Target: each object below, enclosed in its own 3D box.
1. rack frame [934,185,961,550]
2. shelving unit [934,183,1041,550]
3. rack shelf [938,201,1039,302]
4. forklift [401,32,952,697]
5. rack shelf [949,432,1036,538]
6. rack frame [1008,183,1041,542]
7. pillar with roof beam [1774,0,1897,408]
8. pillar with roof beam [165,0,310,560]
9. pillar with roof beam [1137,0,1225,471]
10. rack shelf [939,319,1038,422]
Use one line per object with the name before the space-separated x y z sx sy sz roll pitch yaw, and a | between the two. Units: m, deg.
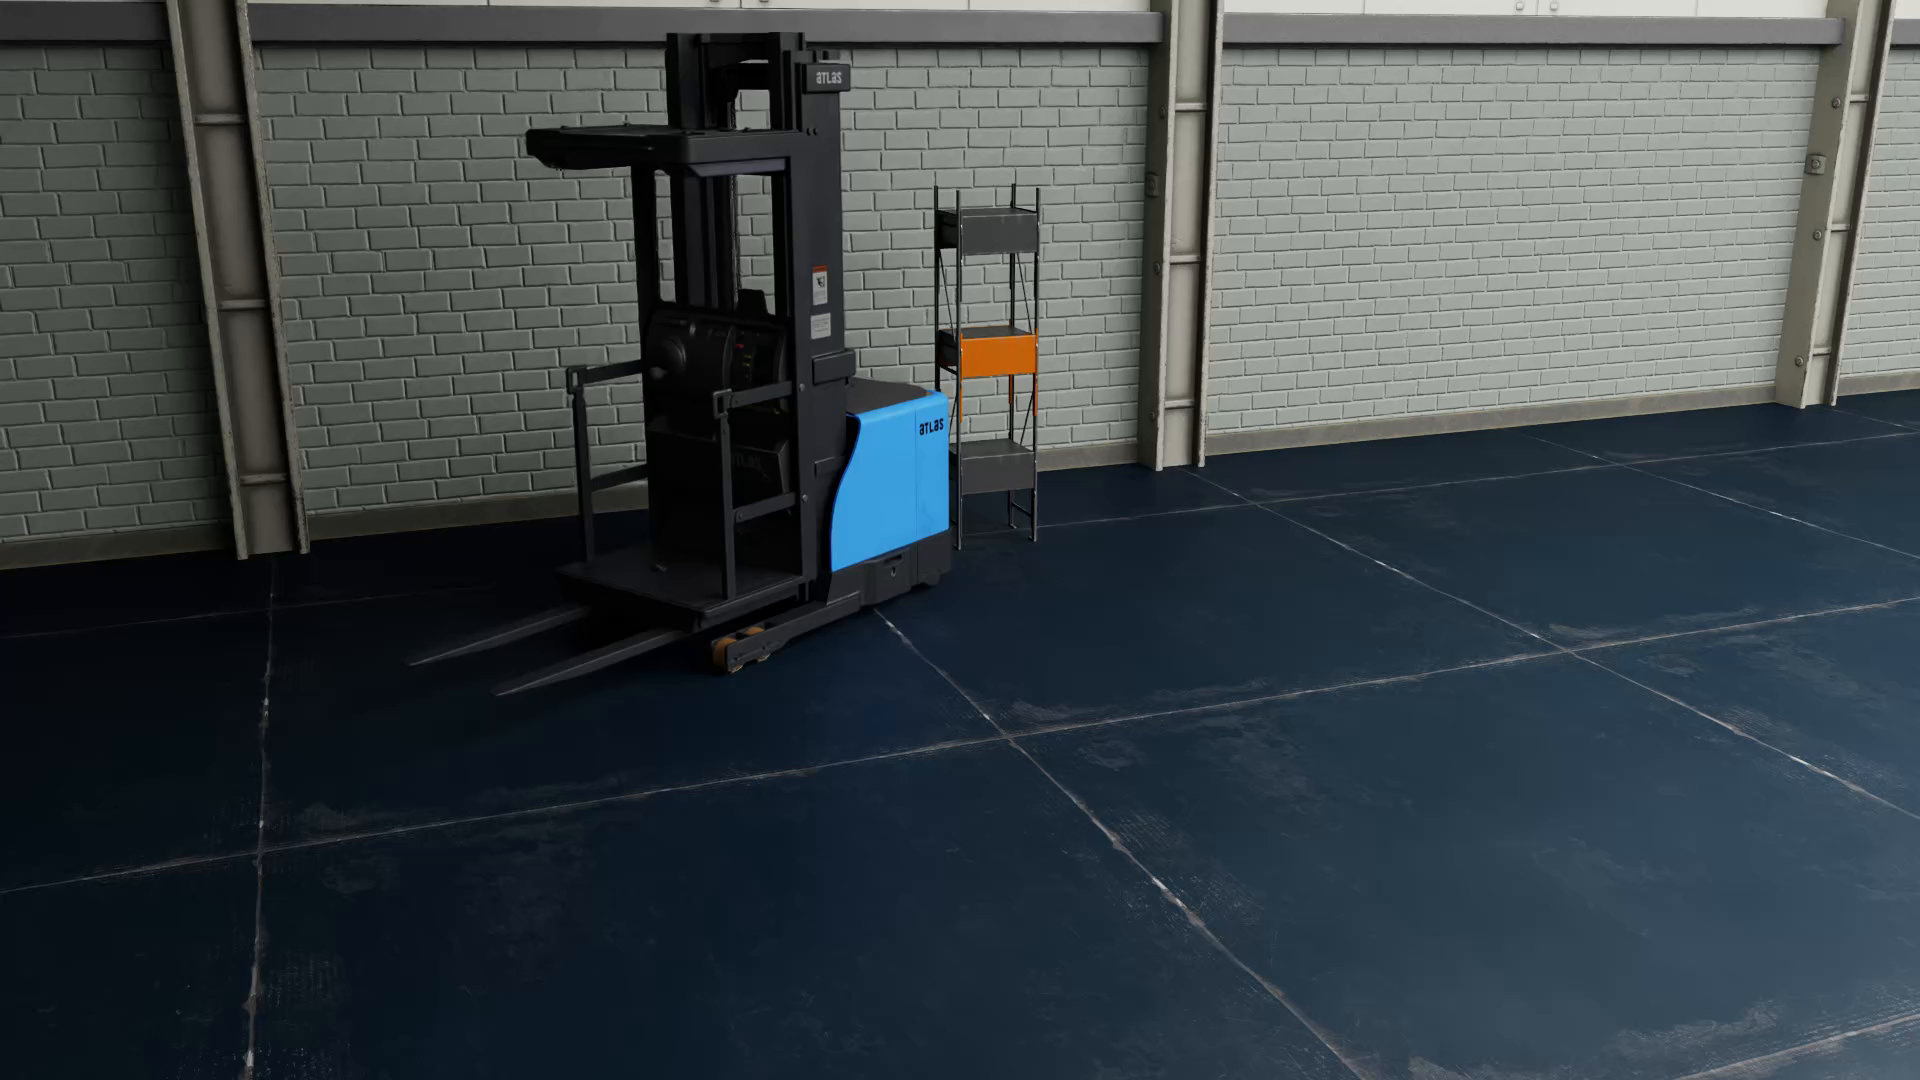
rack frame | -0.073 -1.000 9.775 0.015 2.100 0.400 -6 17 -20
shelving unit | 0.155 -1.024 9.859 0.503 2.100 0.431 -6 17 -20
rack shelf | 0.155 -1.683 9.666 0.480 0.518 0.431 -6 17 -20
forklift | -1.330 -0.928 8.058 1.130 2.935 3.031 12 20 35
rack shelf | 0.155 -0.339 10.060 0.480 0.518 0.431 -6 17 -20
rack frame | 0.382 -1.049 9.943 0.015 2.100 0.400 -6 17 -20
pillar with roof beam | 8.657 -4.339 8.904 0.400 9.000 9.100 -6 17 -20
pillar with roof beam | -2.549 -3.130 4.784 0.400 9.000 9.100 -6 17 -20
pillar with roof beam | 3.054 -3.734 6.844 0.400 9.000 9.100 -6 17 -20
rack shelf | 0.155 -1.011 9.863 0.480 0.518 0.431 -6 17 -20
